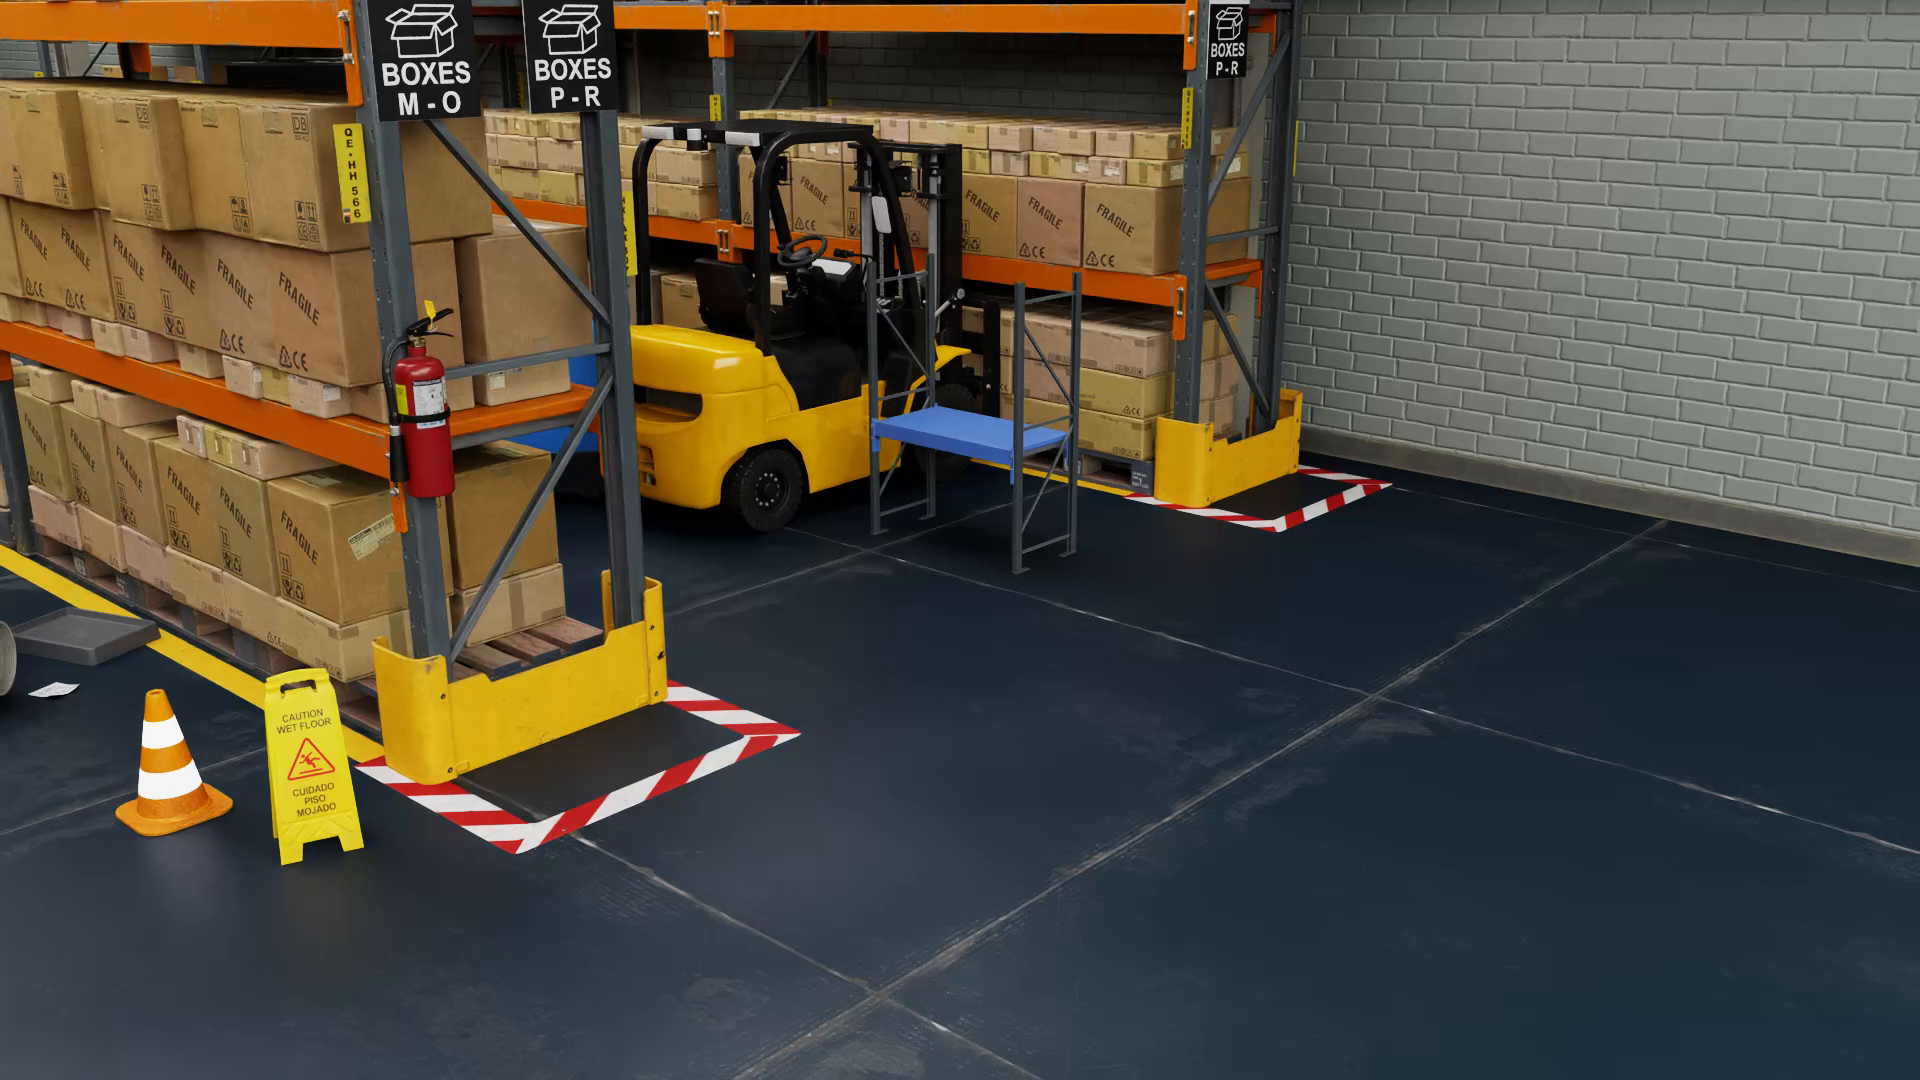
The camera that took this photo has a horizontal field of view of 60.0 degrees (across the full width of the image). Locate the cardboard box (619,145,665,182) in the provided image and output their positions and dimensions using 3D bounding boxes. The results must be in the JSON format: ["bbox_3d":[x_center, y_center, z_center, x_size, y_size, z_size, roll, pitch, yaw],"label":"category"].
[{"bbox_3d":[-2.293,-2.892,12.687,0.500,0.250,0.500,14,23,38],"label":"cardboard box"}]

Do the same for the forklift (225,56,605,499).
[{"bbox_3d":[-3.517,-1.717,9.676,3.031,2.935,1.130,-2,18,-8],"label":"forklift"}]

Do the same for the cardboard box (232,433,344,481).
[{"bbox_3d":[-2.758,-0.372,6.866,0.250,0.149,0.380,16,24,41],"label":"cardboard box"}]

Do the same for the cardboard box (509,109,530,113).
[{"bbox_3d":[-3.711,-3.696,14.561,0.250,0.149,0.380,16,23,41],"label":"cardboard box"}]

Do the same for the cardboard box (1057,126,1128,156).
[{"bbox_3d":[0.799,-2.391,9.959,0.250,0.149,0.380,16,23,40],"label":"cardboard box"}]

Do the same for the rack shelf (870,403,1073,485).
[{"bbox_3d":[0.064,-0.526,8.885,1.000,0.185,0.538,15,23,39],"label":"rack shelf"}]

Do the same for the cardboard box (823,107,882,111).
[{"bbox_3d":[-0.767,-3.026,11.958,0.250,0.149,0.380,14,23,38],"label":"cardboard box"}]

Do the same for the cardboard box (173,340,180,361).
[{"bbox_3d":[-3.219,-0.874,7.323,0.250,0.149,0.380,15,23,39],"label":"cardboard box"}]

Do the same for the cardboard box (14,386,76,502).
[{"bbox_3d":[-4.397,-0.527,8.424,0.500,0.500,0.500,16,24,42],"label":"cardboard box"}]

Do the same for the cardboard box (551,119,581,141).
[{"bbox_3d":[-2.995,-3.244,13.136,0.250,0.149,0.380,14,23,38],"label":"cardboard box"}]

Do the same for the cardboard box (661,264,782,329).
[{"bbox_3d":[-1.764,-1.753,12.909,0.625,0.625,0.875,16,24,42],"label":"cardboard box"}]

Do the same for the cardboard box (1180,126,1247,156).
[{"bbox_3d":[1.516,-2.394,9.967,0.250,0.149,0.380,14,23,38],"label":"cardboard box"}]

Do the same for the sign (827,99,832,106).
[{"bbox_3d":[-0.999,-3.159,12.545,0.005,0.325,0.100,15,23,39],"label":"sign"}]

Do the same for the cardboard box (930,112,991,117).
[{"bbox_3d":[0.009,-2.821,11.313,0.250,0.149,0.380,15,23,39],"label":"cardboard box"}]

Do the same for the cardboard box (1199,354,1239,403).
[{"bbox_3d":[1.411,-1.049,10.483,0.500,0.250,0.500,16,23,40],"label":"cardboard box"}]

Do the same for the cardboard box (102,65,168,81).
[{"bbox_3d":[-9.059,-4.967,18.320,0.500,0.500,0.500,16,23,41],"label":"cardboard box"}]

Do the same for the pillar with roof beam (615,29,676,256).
[{"bbox_3d":[-5.643,-5.214,10.663,0.400,9.000,9.100,15,23,39],"label":"pillar with roof beam"}]

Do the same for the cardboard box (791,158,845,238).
[{"bbox_3d":[-0.808,-2.381,11.492,0.500,0.500,0.500,16,23,40],"label":"cardboard box"}]

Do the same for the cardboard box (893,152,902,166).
[{"bbox_3d":[-0.365,-2.553,10.959,0.250,0.149,0.380,14,22,38],"label":"cardboard box"}]

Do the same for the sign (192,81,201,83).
[{"bbox_3d":[-7.705,-4.477,16.830,0.005,0.325,0.100,15,23,39],"label":"sign"}]

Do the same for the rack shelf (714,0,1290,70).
[{"bbox_3d":[0.129,-3.268,10.681,4.000,0.370,1.077,15,23,39],"label":"rack shelf"}]

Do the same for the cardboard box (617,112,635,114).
[{"bbox_3d":[-2.942,-3.495,13.929,0.250,0.149,0.380,15,23,38],"label":"cardboard box"}]

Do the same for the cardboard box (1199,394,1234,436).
[{"bbox_3d":[1.388,-0.812,10.563,0.500,0.250,0.500,15,23,39],"label":"cardboard box"}]

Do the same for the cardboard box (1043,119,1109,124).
[{"bbox_3d":[0.747,-2.604,10.630,0.250,0.149,0.380,16,24,41],"label":"cardboard box"}]

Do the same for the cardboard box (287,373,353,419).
[{"bbox_3d":[-2.352,-0.589,6.423,0.250,0.149,0.380,15,23,39],"label":"cardboard box"}]

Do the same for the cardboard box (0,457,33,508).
[{"bbox_3d":[-5.053,-0.511,9.414,0.625,0.372,0.950,15,23,40],"label":"cardboard box"}]

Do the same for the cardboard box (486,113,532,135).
[{"bbox_3d":[-3.702,-3.463,13.829,0.250,0.149,0.380,15,23,40],"label":"cardboard box"}]

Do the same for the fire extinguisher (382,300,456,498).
[{"bbox_3d":[-1.887,-0.492,5.830,0.183,0.674,0.296,15,23,39],"label":"fire extinguisher"}]

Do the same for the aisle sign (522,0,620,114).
[{"bbox_3d":[-1.415,-1.953,6.008,0.004,0.787,0.394,15,23,39],"label":"aisle sign"}]

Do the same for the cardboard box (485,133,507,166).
[{"bbox_3d":[-3.815,-3.308,13.997,0.500,0.250,0.500,16,24,41],"label":"cardboard box"}]

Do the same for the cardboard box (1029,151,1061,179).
[{"bbox_3d":[0.638,-2.306,10.180,0.250,0.149,0.380,15,23,39],"label":"cardboard box"}]

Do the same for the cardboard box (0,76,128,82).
[{"bbox_3d":[-4.473,-1.988,8.106,0.500,0.500,0.700,15,23,39],"label":"cardboard box"}]

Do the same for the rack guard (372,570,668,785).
[{"bbox_3d":[-1.724,0.520,6.646,0.348,0.500,1.175,15,23,39],"label":"rack guard"}]

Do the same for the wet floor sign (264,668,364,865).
[{"bbox_3d":[-2.235,0.746,5.693,0.267,0.644,0.232,-9,20,-27],"label":"wet floor sign"}]

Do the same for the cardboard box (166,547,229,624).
[{"bbox_3d":[-3.227,0.143,7.552,0.500,0.250,0.500,14,22,37],"label":"cardboard box"}]

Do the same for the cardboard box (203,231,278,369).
[{"bbox_3d":[-2.627,-0.994,6.627,0.500,0.500,0.500,15,23,39],"label":"cardboard box"}]

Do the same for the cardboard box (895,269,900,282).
[{"bbox_3d":[-0.481,-1.796,12.009,0.500,0.250,0.500,15,23,38],"label":"cardboard box"}]

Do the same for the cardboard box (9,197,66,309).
[{"bbox_3d":[-4.124,-1.402,7.912,0.500,0.500,0.500,15,23,39],"label":"cardboard box"}]

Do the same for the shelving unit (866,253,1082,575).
[{"bbox_3d":[0.064,-0.698,8.831,1.048,1.500,0.538,15,23,39],"label":"shelving unit"}]

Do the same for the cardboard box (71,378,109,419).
[{"bbox_3d":[-3.957,-0.694,7.880,0.250,0.149,0.380,16,24,41],"label":"cardboard box"}]

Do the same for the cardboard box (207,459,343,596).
[{"bbox_3d":[-2.832,-0.109,7.107,0.500,0.500,0.500,16,24,41],"label":"cardboard box"}]

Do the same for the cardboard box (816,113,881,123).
[{"bbox_3d":[-0.749,-2.794,11.228,0.250,0.149,0.380,16,23,40],"label":"cardboard box"}]

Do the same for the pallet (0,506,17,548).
[{"bbox_3d":[-5.242,-0.286,9.664,1.213,0.211,1.003,15,23,39],"label":"pallet"}]

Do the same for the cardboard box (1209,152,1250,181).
[{"bbox_3d":[1.544,-2.263,10.047,0.250,0.149,0.380,14,23,38],"label":"cardboard box"}]

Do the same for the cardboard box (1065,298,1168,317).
[{"bbox_3d":[1.015,-1.385,10.714,0.500,0.250,0.500,15,23,39],"label":"cardboard box"}]

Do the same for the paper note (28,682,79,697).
[{"bbox_3d":[-3.849,0.632,7.069,0.148,0.019,0.142,7,19,21],"label":"paper note"}]

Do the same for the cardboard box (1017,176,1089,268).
[{"bbox_3d":[0.701,-1.973,10.205,0.500,0.500,0.500,16,24,41],"label":"cardboard box"}]

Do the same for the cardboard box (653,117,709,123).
[{"bbox_3d":[-2.213,-3.277,13.242,0.250,0.149,0.380,15,23,39],"label":"cardboard box"}]

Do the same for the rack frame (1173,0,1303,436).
[{"bbox_3d":[1.625,-1.780,9.761,0.127,3.000,1.000,15,23,39],"label":"rack frame"}]

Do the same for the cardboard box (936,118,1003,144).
[{"bbox_3d":[0.066,-2.609,10.645,0.250,0.149,0.380,15,23,40],"label":"cardboard box"}]

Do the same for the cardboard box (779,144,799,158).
[{"bbox_3d":[-1.108,-2.765,11.626,0.250,0.149,0.380,16,23,41],"label":"cardboard box"}]

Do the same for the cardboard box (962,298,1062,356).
[{"bbox_3d":[0.304,-1.368,10.662,0.500,0.250,0.500,15,23,40],"label":"cardboard box"}]

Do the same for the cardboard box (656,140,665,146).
[{"bbox_3d":[-2.123,-3.067,12.579,0.250,0.149,0.380,15,23,39],"label":"cardboard box"}]

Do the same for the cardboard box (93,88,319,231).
[{"bbox_3d":[-3.017,-1.558,6.751,0.500,0.500,0.700,15,23,39],"label":"cardboard box"}]

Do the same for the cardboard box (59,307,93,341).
[{"bbox_3d":[-4.032,-1.061,7.910,0.250,0.149,0.380,16,24,41],"label":"cardboard box"}]

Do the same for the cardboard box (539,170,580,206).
[{"bbox_3d":[-3.039,-2.862,13.418,0.500,0.250,0.500,16,24,41],"label":"cardboard box"}]

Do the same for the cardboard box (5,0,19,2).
[{"bbox_3d":[-4.171,-2.561,7.679,0.250,0.149,0.380,15,23,39],"label":"cardboard box"}]
